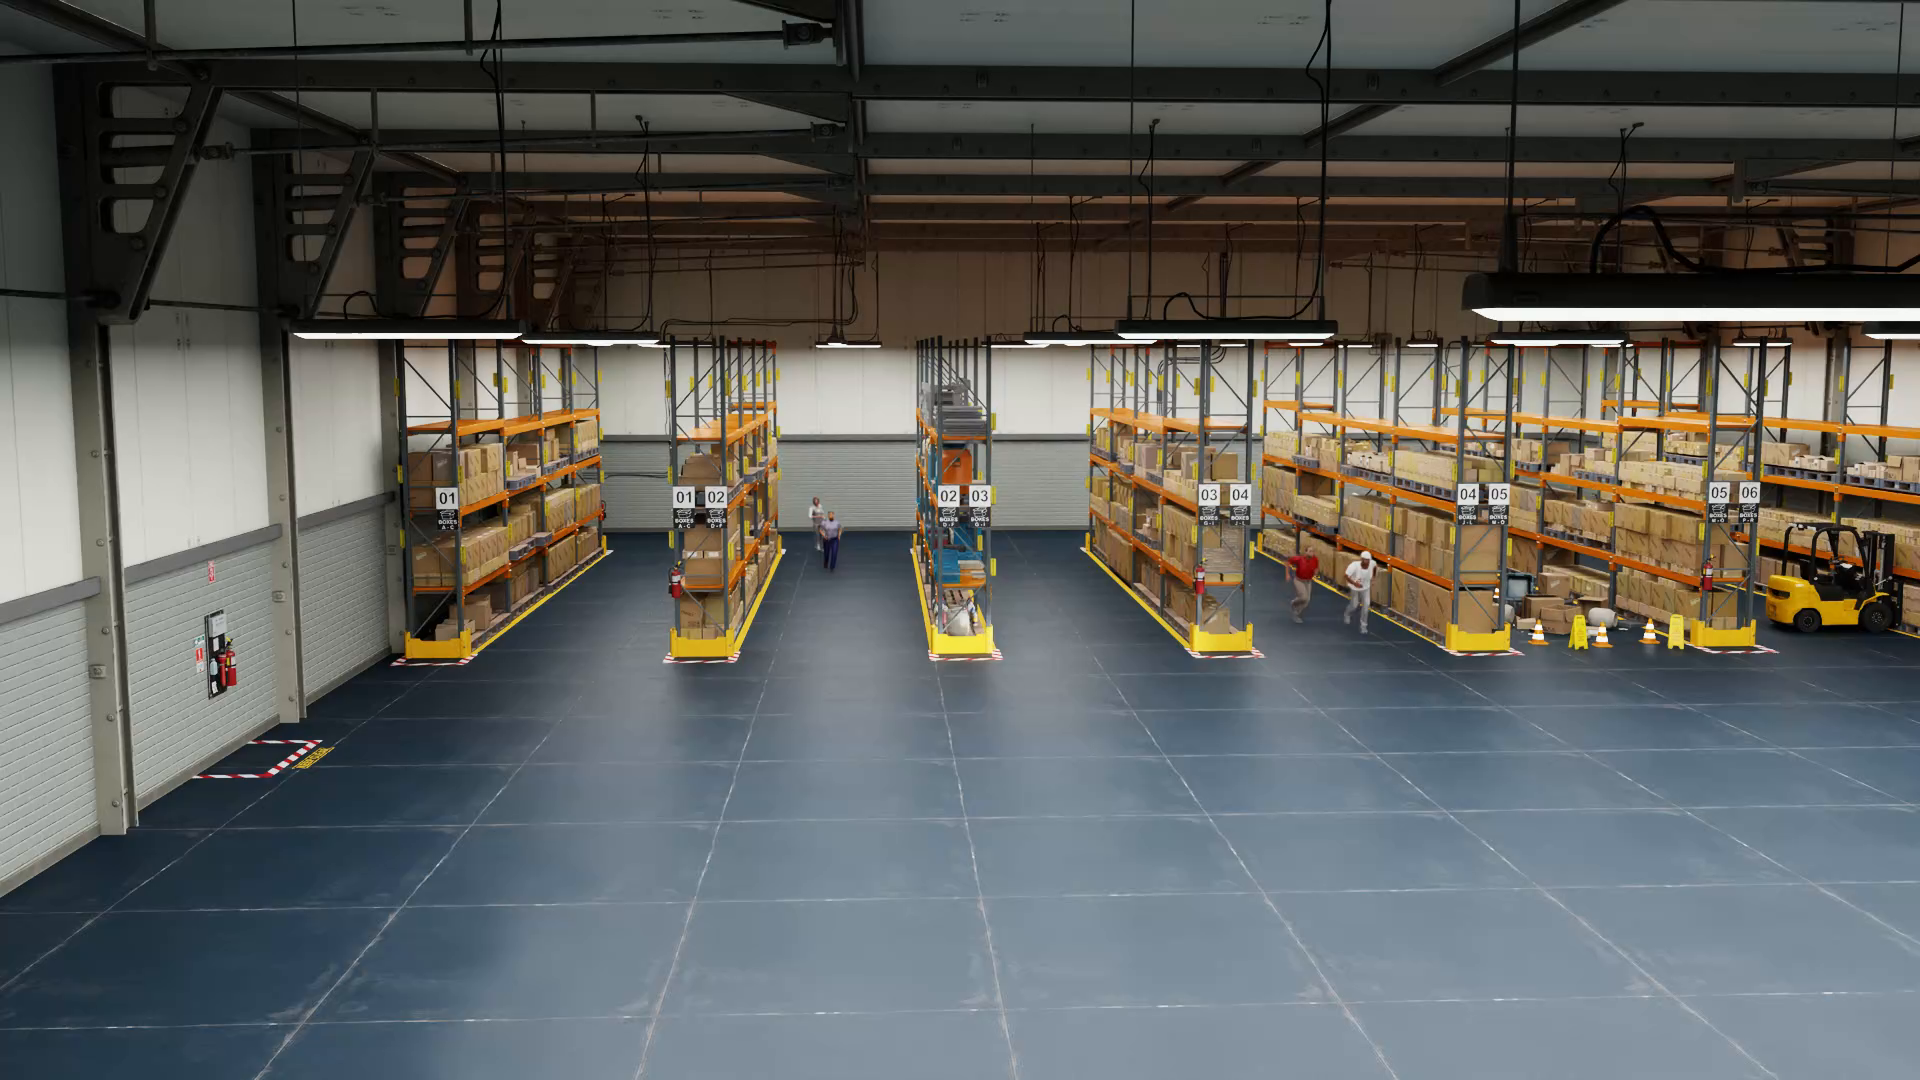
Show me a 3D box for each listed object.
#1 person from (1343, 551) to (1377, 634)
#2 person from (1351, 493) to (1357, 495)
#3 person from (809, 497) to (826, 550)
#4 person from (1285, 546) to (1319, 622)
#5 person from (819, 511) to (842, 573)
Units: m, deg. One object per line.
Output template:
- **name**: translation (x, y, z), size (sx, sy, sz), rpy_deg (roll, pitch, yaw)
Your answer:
- **person**: translation (8.175, 1.034, 34.147), size (0.744, 1.715, 1.058), rpy_deg (-2, 7, -14)
- **person**: translation (10.920, -0.418, 46.082), size (0.644, 1.783, 0.948), rpy_deg (-1, 7, -10)
- **person**: translation (-4.045, -0.432, 47.061), size (0.531, 1.578, 0.858), rpy_deg (-3, 7, -22)
- **person**: translation (7.264, 0.932, 35.055), size (0.648, 1.649, 0.744), rpy_deg (-3, 7, -26)
- **person**: translation (-3.339, 0.042, 43.082), size (0.595, 1.594, 0.561), rpy_deg (-1, 7, -12)
